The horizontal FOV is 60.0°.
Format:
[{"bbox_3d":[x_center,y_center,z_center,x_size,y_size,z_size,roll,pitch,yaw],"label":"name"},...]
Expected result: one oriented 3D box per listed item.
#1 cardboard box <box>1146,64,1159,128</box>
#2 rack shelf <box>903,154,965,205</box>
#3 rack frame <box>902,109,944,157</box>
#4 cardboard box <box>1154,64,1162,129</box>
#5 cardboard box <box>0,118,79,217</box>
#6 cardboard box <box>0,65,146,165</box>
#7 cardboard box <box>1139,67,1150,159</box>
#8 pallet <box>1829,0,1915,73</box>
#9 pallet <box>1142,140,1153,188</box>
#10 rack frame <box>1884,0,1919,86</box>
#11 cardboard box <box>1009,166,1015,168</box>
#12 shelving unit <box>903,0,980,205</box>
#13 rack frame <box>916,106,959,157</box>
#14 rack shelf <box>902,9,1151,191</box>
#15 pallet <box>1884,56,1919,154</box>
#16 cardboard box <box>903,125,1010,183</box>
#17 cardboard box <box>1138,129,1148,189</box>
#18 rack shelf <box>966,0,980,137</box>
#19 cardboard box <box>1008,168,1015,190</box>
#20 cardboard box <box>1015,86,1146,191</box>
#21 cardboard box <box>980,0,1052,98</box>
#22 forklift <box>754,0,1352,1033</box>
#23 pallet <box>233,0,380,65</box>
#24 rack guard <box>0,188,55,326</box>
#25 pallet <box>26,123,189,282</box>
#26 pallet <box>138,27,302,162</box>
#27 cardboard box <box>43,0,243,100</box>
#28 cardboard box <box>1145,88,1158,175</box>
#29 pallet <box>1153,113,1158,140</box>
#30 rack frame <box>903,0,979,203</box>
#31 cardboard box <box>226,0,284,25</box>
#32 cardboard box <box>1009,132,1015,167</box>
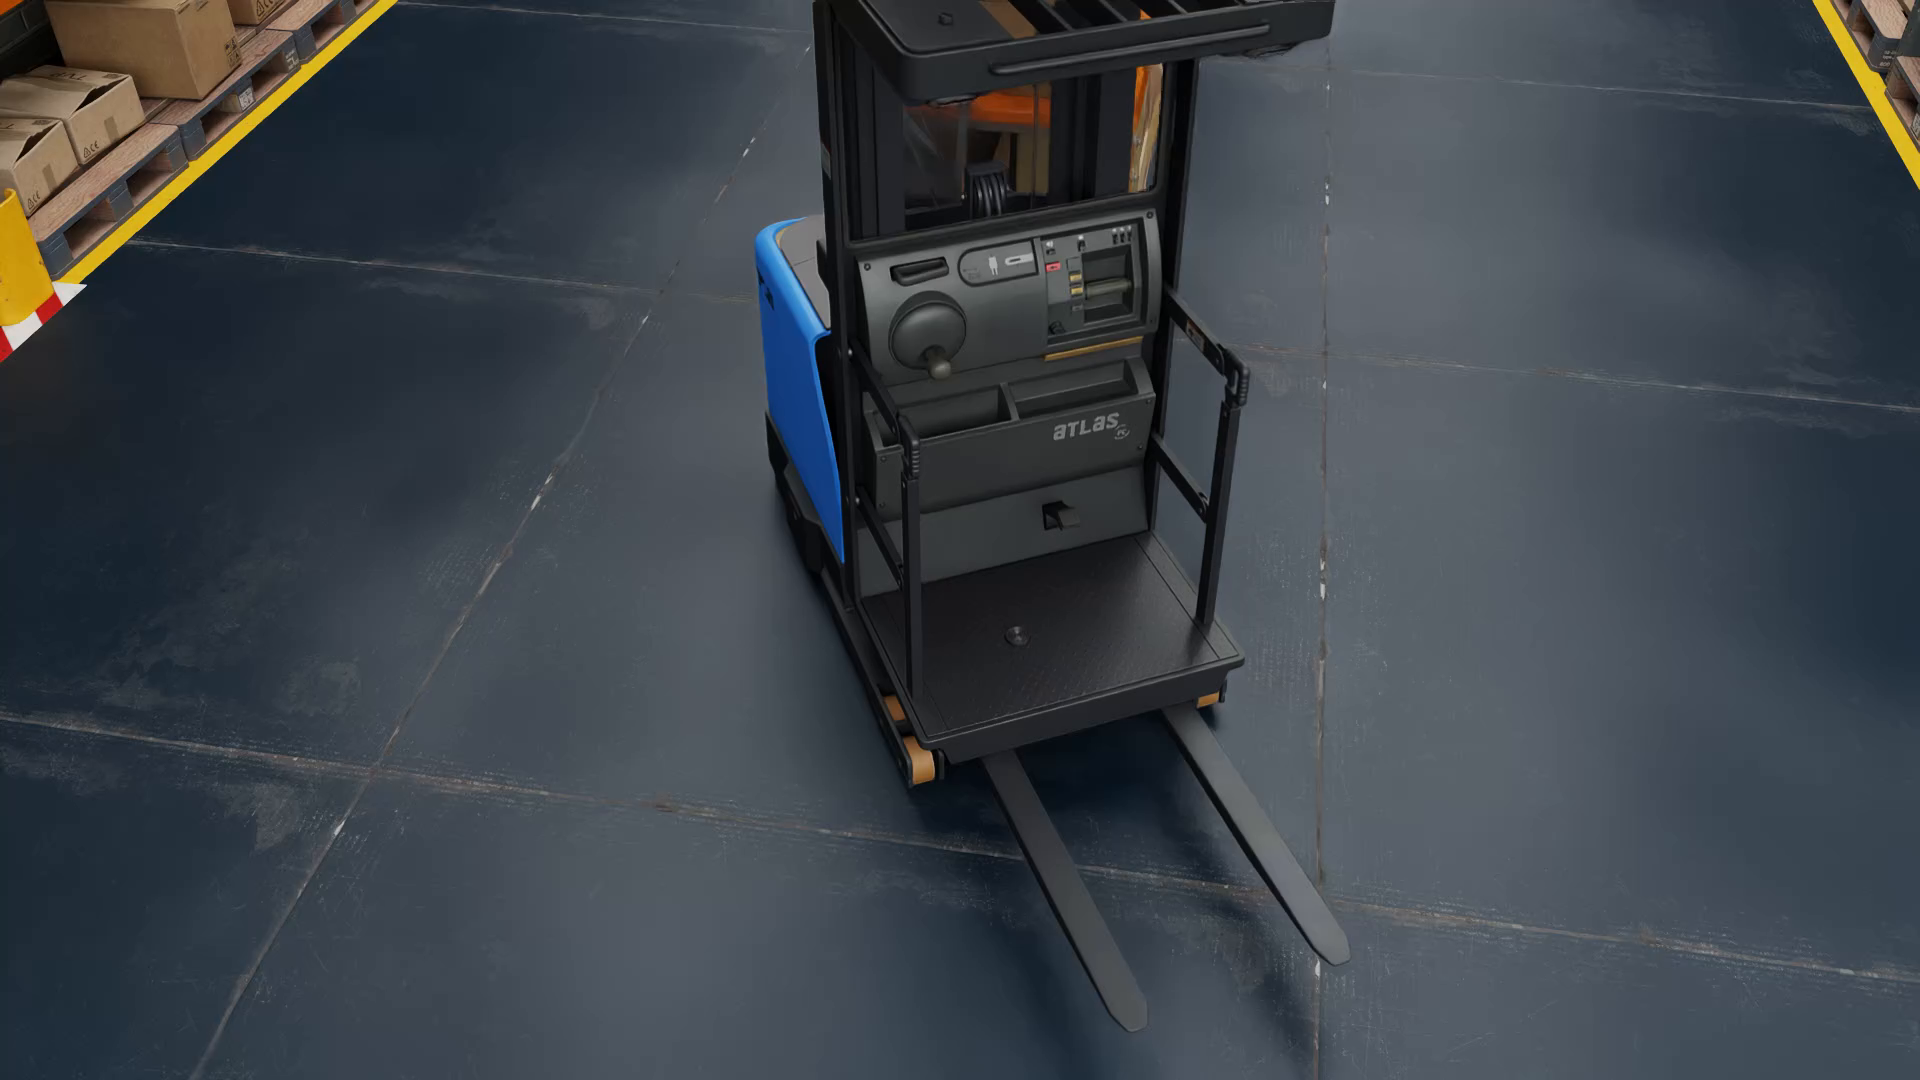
[{"bbox_3d":[0.696,-2.327,7.950,0.500,0.500,0.500,6,40,8],"label":"cardboard box"},{"bbox_3d":[-0.213,-1.120,6.053,0.431,0.518,0.480,5,29,-2],"label":"rack shelf"},{"bbox_3d":[0.122,-1.682,5.931,1.000,3.000,0.127,6,40,8],"label":"rack frame"},{"bbox_3d":[0.781,-2.352,8.569,0.500,0.250,0.500,6,40,8],"label":"cardboard box"},{"bbox_3d":[-4.550,-1.784,7.818,0.500,0.311,0.500,2,40,3],"label":"cardboard box"},{"bbox_3d":[-4.451,-2.142,8.251,0.500,0.311,0.500,10,41,11],"label":"cardboard box"},{"bbox_3d":[0.592,-2.015,7.573,0.500,0.500,0.500,6,40,8],"label":"cardboard box"},{"bbox_3d":[5.790,-3.067,9.793,1.003,0.211,1.213,6,40,8],"label":"pallet"},{"bbox_3d":[0.426,-1.856,8.329,1.003,0.211,1.213,6,40,8],"label":"pallet"},{"bbox_3d":[5.692,-3.644,8.304,1.000,3.000,0.127,6,40,8],"label":"rack frame"},{"bbox_3d":[0.083,-1.783,7.881,0.500,0.250,0.500,6,40,8],"label":"cardboard box"},{"bbox_3d":[-0.212,-1.131,6.047,0.431,2.100,0.503,5,29,-2],"label":"shelving unit"},{"bbox_3d":[-0.207,-1.251,6.259,0.400,2.100,0.015,5,29,-2],"label":"rack frame"},{"bbox_3d":[0.468,-2.660,7.678,1.077,0.370,4.000,6,40,8],"label":"rack shelf"},{"bbox_3d":[5.535,-2.153,8.688,1.003,0.211,1.213,6,40,8],"label":"pallet"},{"bbox_3d":[-0.079,-1.443,6.881,0.500,0.500,0.500,6,40,8],"label":"cardboard box"},{"bbox_3d":[0.603,-1.724,7.810,0.500,0.250,0.500,6,40,8],"label":"cardboard box"},{"bbox_3d":[-0.150,-1.726,5.709,0.431,0.518,0.480,5,29,-2],"label":"rack shelf"},{"bbox_3d":[-0.002,-1.469,7.501,0.500,0.250,0.500,6,40,8],"label":"cardboard box"},{"bbox_3d":[0.518,-1.700,7.191,0.500,0.500,0.500,6,40,8],"label":"cardboard box"},{"bbox_3d":[0.215,-2.012,6.252,0.700,0.500,0.500,6,40,8],"label":"cardboard box"},{"bbox_3d":[0.234,-0.650,4.736,1.130,2.935,3.031,-13,41,-15],"label":"forklift"},{"bbox_3d":[-4.147,-3.237,9.999,1.003,0.211,1.213,6,40,8],"label":"pallet"},{"bbox_3d":[-4.745,-1.311,7.443,1.175,0.500,0.348,6,40,8],"label":"rack guard"},{"bbox_3d":[-4.569,-1.705,8.147,1.003,0.211,1.213,6,40,8],"label":"pallet"},{"bbox_3d":[-4.356,-2.469,9.070,1.003,0.211,1.213,6,40,8],"label":"pallet"},{"bbox_3d":[-4.275,-2.669,8.741,0.700,0.500,0.500,4,40,5],"label":"cardboard box"},{"bbox_3d":[0.695,-2.038,8.189,0.500,0.250,0.500,6,40,8],"label":"cardboard box"},{"bbox_3d":[0.635,-2.624,9.258,1.003,0.211,1.213,6,40,8],"label":"pallet"},{"bbox_3d":[-0.216,-1.011,5.834,0.400,2.100,0.015,5,29,-2],"label":"rack frame"},{"bbox_3d":[-4.206,-3.287,9.488,0.500,0.500,0.500,4,40,4],"label":"cardboard box"},{"bbox_3d":[0.080,-2.072,7.642,0.500,0.500,0.500,6,40,8],"label":"cardboard box"}]
